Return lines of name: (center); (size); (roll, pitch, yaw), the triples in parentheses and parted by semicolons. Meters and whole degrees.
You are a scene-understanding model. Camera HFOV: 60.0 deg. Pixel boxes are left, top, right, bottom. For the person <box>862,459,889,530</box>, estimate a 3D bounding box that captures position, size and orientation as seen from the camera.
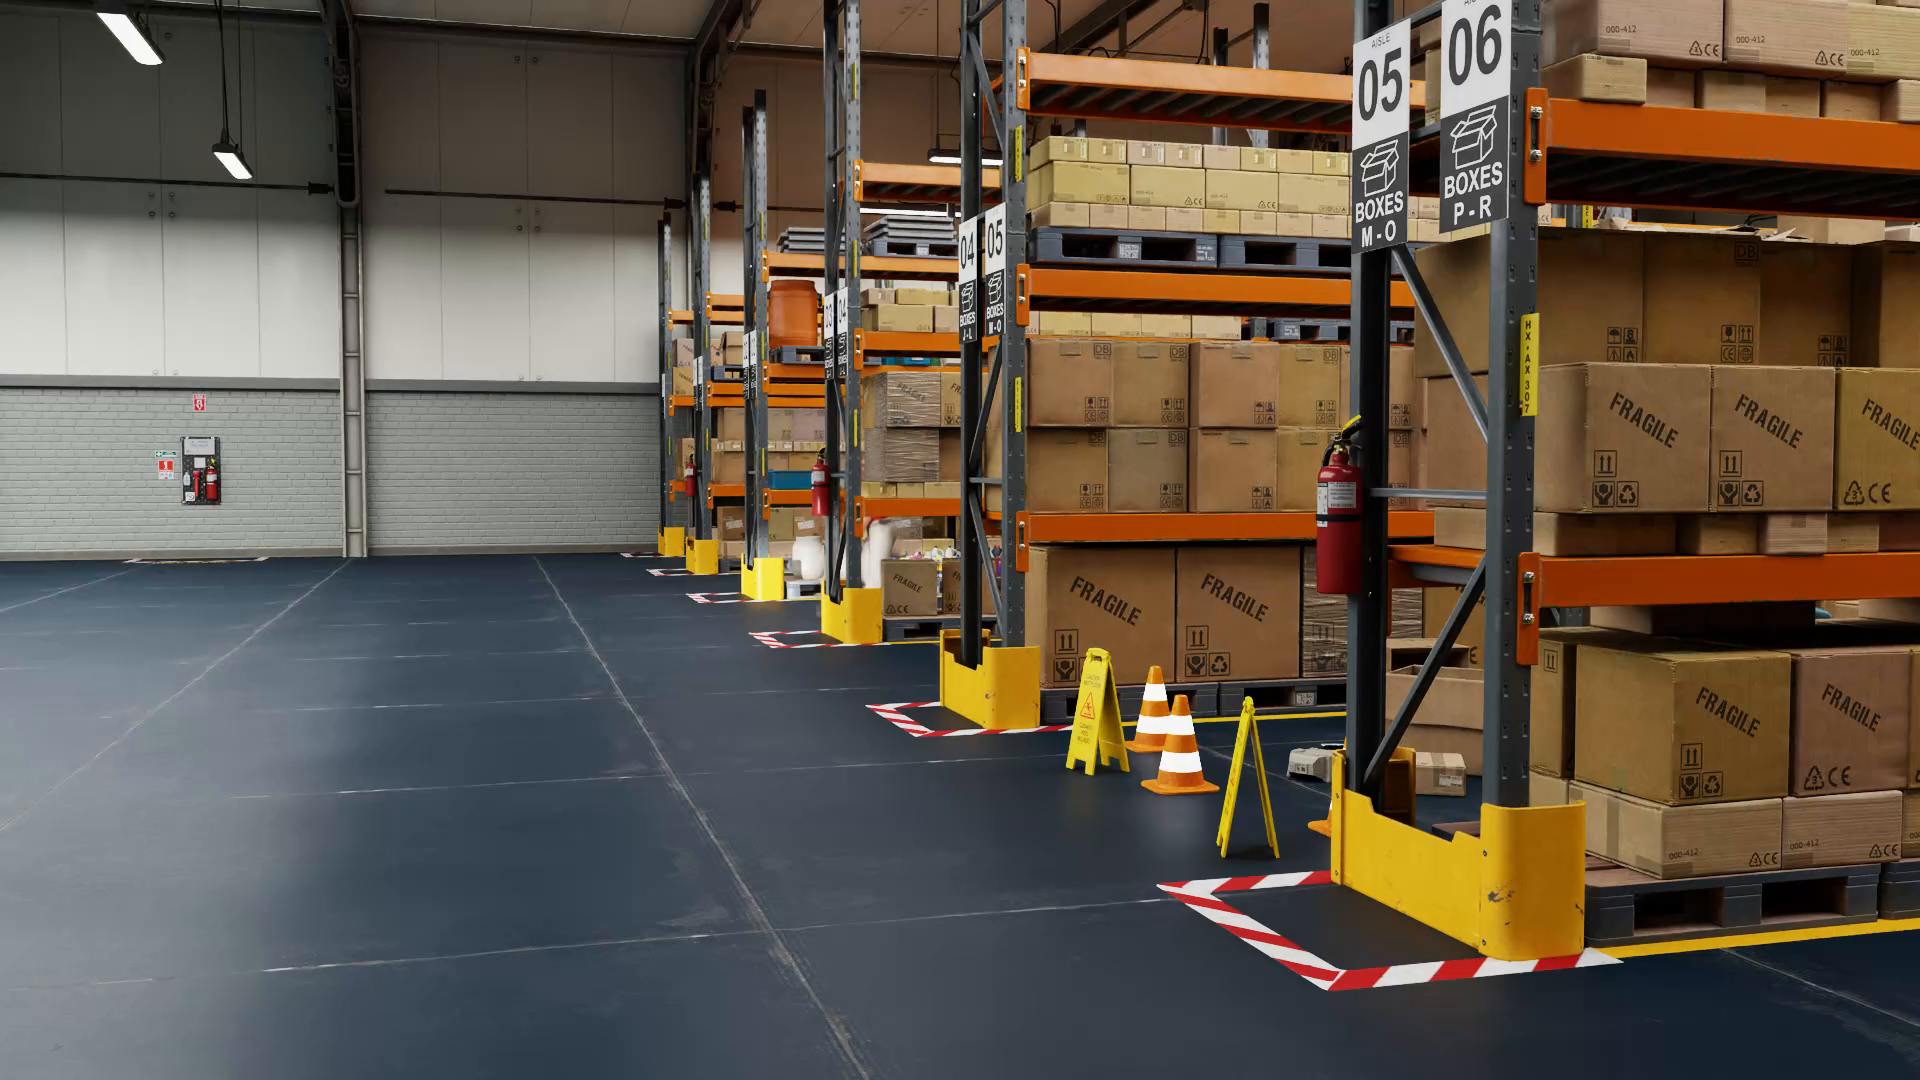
person: (-0.988, -0.449, 17.582); (0.480, 0.915, 0.489); (-1, 3, -17)
